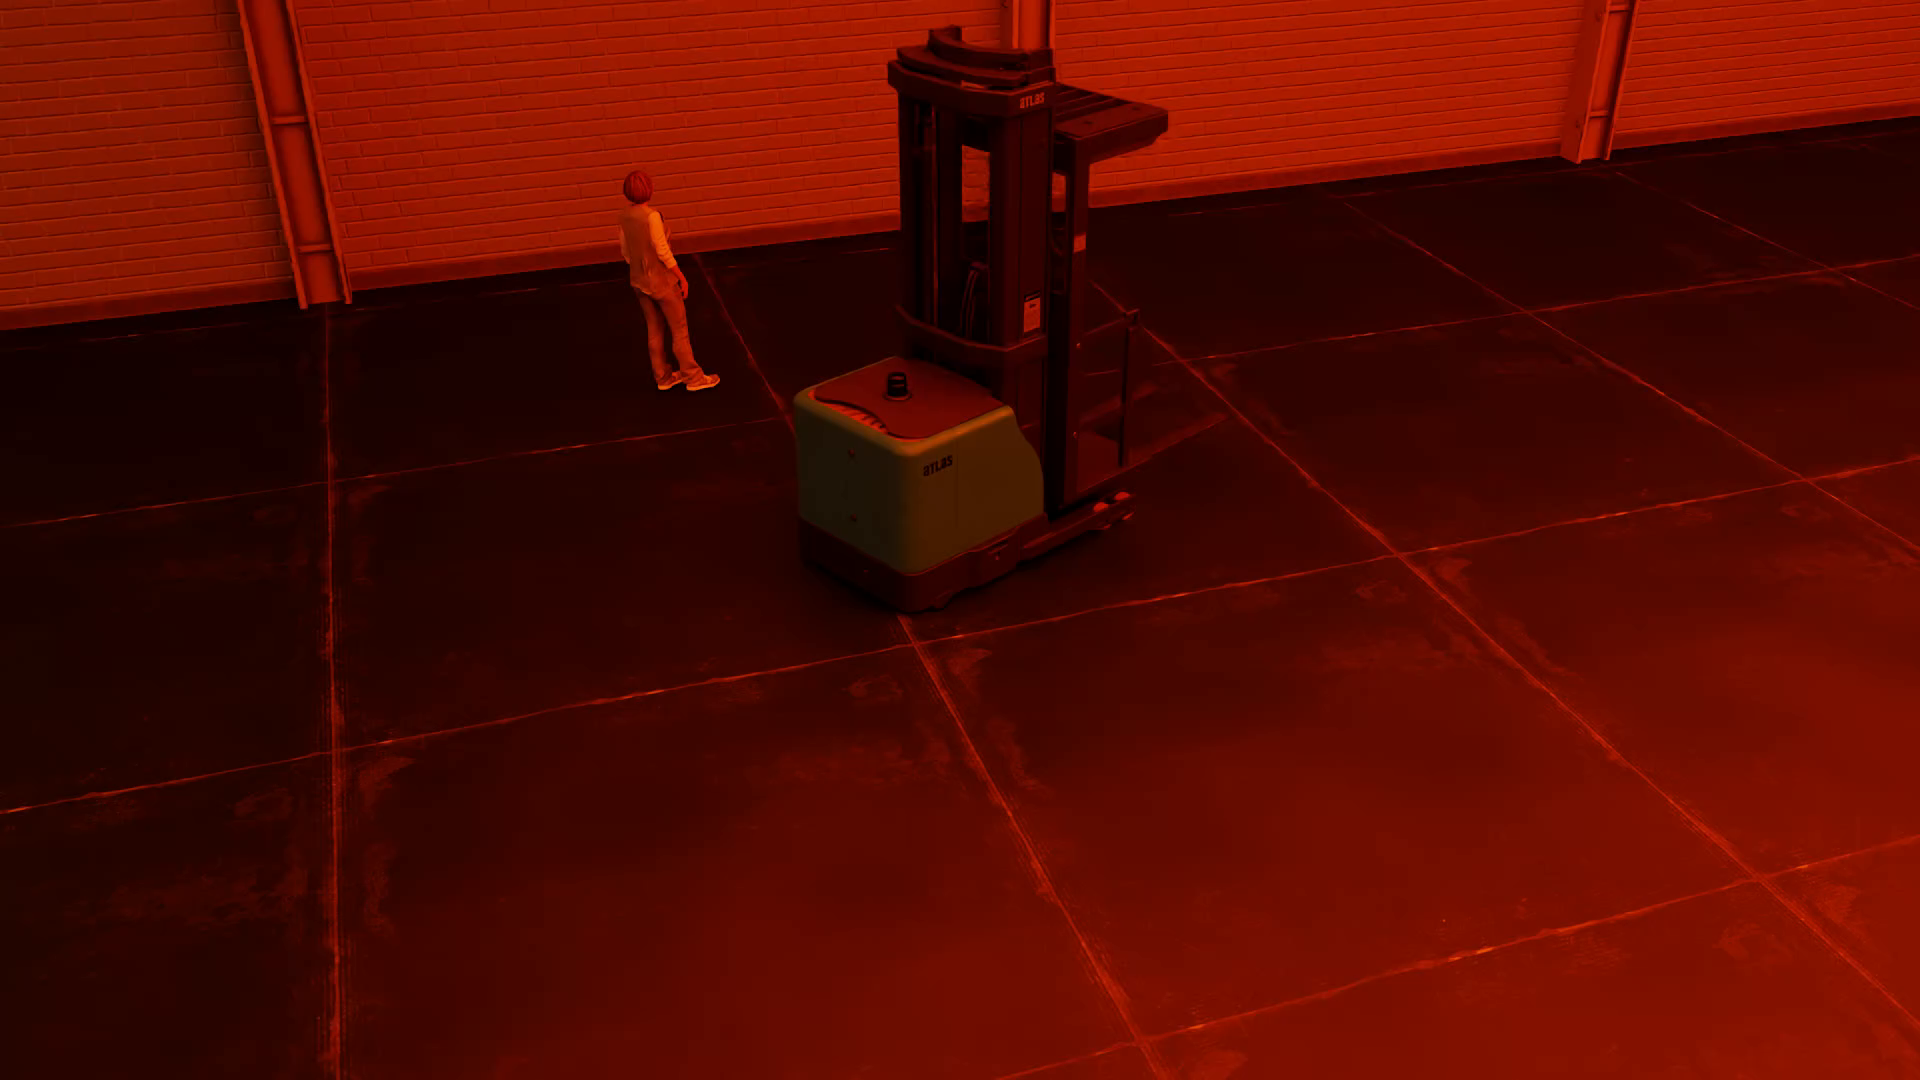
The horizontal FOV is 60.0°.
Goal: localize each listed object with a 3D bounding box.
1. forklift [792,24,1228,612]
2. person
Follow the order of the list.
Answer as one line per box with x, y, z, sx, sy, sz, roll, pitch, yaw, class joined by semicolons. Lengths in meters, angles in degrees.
0.456;-1.498;9.691;3.031;2.935;1.130;-26;39;-37;forklift
-2.054;-1.797;11.548;0.519;1.582;0.476;20;35;31;person
